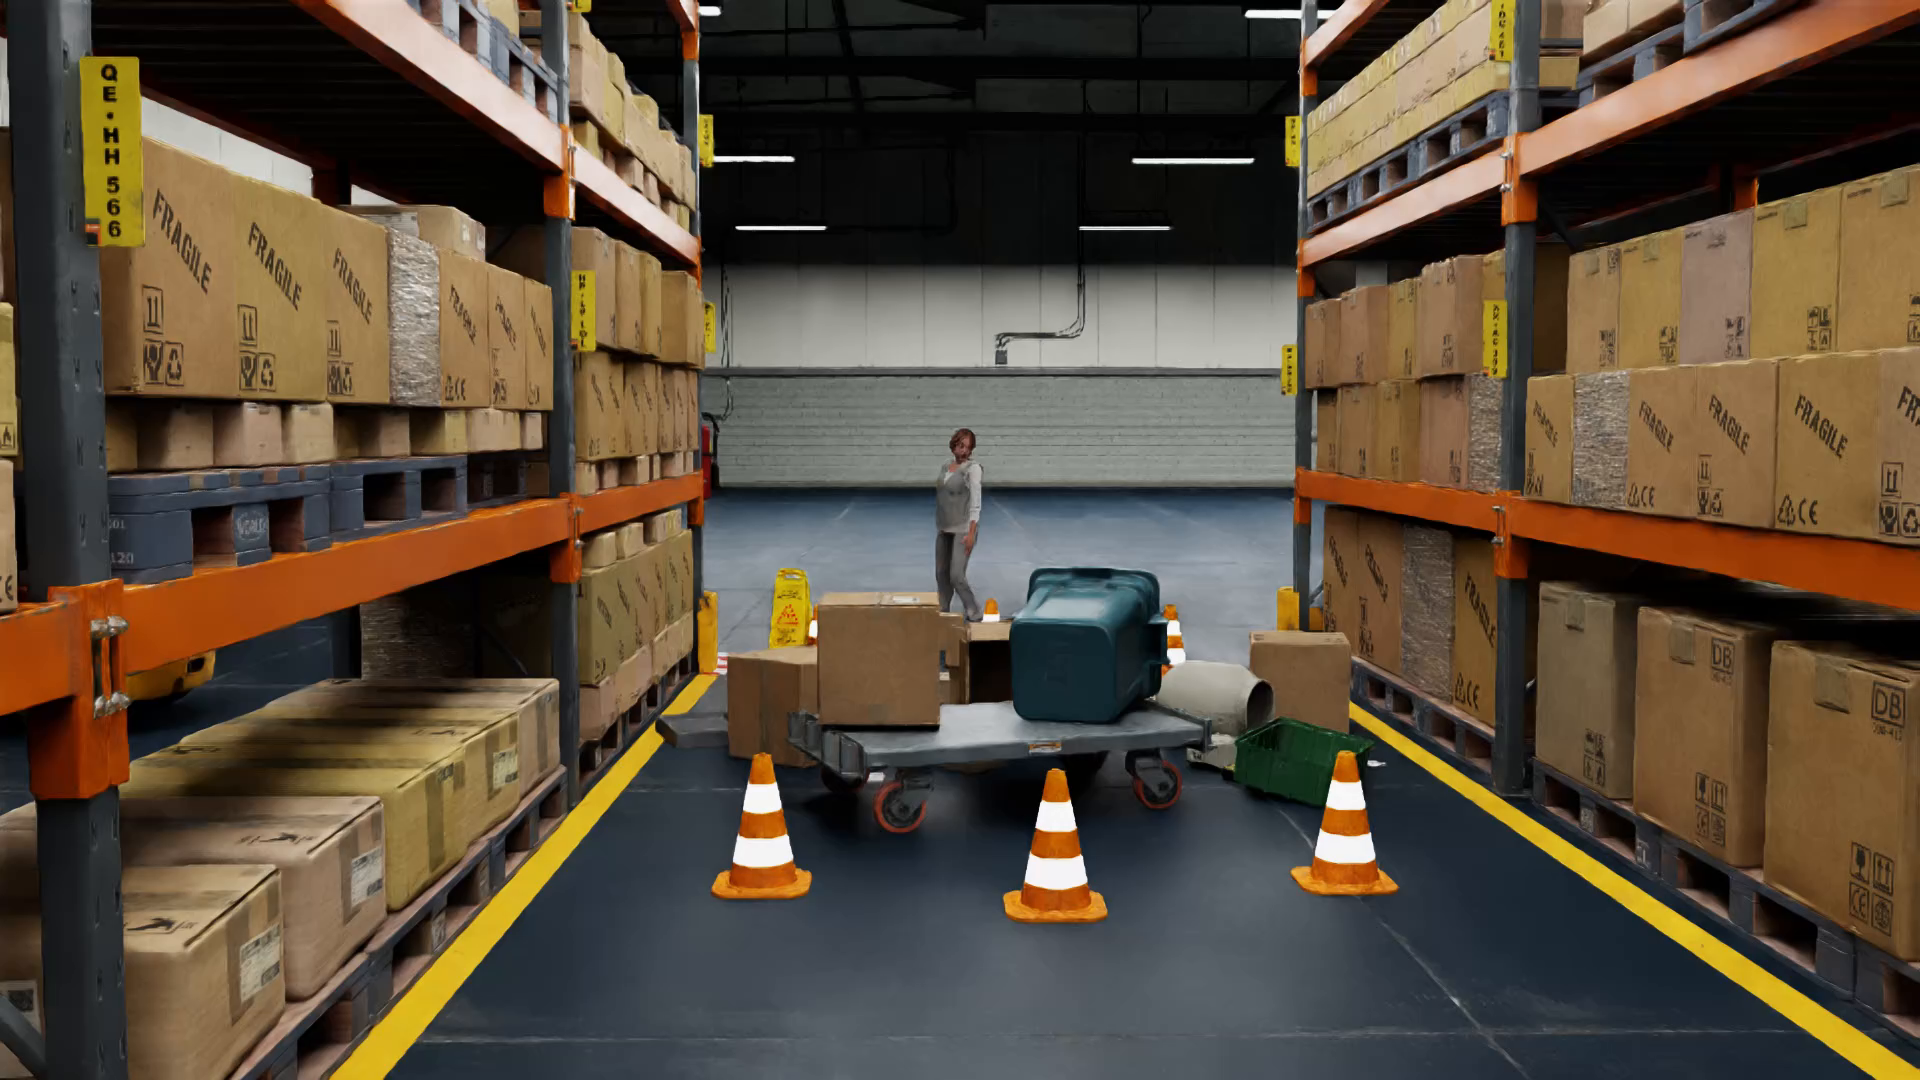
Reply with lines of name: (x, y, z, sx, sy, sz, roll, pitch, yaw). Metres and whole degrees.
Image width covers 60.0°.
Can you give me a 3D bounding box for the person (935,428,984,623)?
person: (-0.062, -0.043, 12.519, 0.375, 1.584, 0.573, -3, 5, -36)
